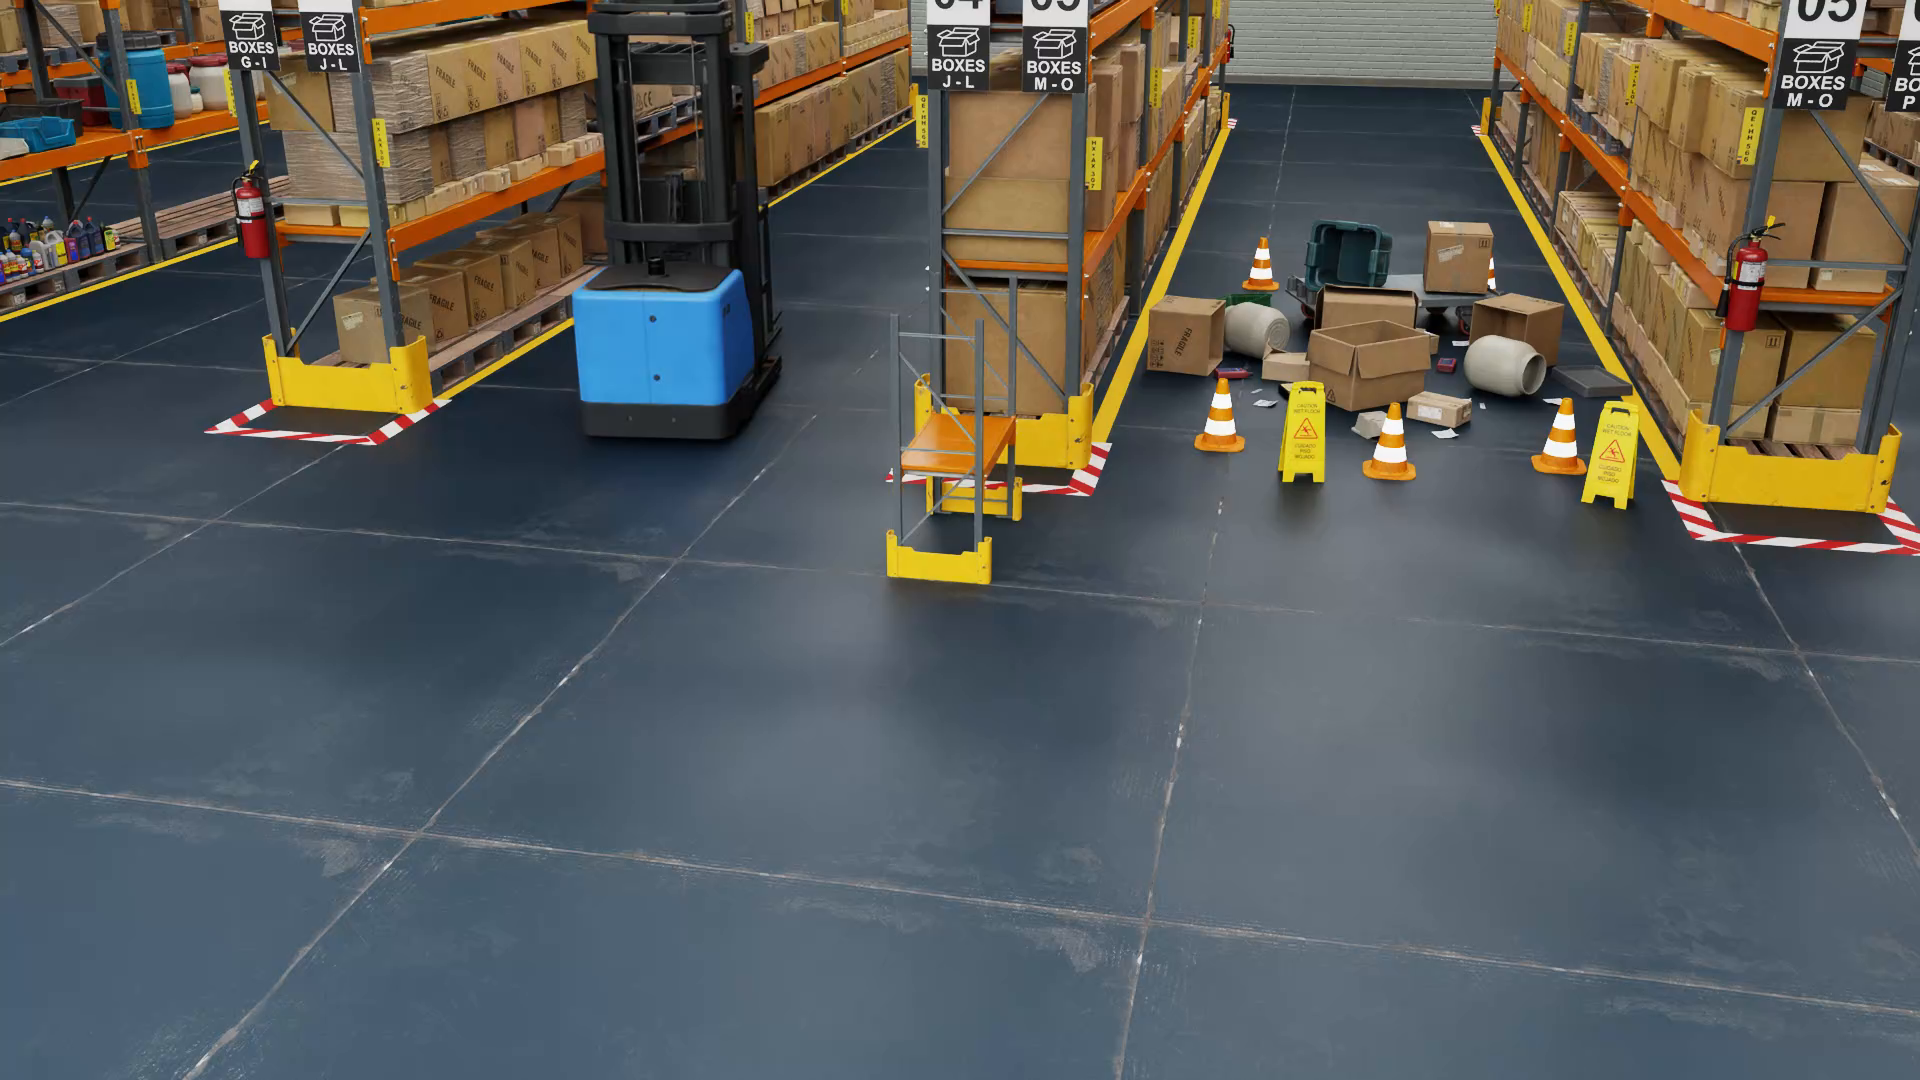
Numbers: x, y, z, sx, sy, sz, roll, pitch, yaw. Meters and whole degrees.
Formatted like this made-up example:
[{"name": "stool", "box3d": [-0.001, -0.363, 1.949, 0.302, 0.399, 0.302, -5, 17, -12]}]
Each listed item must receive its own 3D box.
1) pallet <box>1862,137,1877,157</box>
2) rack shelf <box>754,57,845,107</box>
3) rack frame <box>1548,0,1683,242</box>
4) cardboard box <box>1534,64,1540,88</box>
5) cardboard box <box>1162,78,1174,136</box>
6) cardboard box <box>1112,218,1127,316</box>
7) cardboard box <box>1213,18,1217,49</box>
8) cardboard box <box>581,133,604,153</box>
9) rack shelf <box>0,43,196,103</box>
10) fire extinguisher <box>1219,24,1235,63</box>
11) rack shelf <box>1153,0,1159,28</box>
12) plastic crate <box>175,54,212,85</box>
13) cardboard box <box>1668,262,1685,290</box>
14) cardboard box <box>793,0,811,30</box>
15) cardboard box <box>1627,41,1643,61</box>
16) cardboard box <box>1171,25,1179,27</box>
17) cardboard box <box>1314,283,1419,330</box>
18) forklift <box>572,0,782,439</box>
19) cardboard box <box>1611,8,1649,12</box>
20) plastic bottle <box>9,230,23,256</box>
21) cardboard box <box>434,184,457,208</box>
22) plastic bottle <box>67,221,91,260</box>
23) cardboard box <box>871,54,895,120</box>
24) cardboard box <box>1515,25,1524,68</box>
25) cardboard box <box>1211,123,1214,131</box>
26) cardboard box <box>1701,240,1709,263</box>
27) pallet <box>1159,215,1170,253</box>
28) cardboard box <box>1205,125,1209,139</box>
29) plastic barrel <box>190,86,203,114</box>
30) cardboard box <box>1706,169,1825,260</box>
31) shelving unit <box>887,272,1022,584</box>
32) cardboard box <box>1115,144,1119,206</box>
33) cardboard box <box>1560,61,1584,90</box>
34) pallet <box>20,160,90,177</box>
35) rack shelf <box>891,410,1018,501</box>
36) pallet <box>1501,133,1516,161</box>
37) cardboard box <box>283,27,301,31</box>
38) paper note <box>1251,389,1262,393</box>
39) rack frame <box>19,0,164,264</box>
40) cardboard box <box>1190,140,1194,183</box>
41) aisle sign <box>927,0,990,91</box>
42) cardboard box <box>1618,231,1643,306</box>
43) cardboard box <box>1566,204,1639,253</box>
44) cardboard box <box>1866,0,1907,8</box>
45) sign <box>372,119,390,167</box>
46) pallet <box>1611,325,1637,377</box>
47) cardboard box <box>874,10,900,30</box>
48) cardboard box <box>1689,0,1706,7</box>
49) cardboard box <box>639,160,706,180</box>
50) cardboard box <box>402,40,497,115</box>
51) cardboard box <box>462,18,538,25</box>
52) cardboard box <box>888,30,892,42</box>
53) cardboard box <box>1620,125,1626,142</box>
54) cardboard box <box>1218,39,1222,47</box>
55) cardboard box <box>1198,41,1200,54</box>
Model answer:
[{"name": "pallet", "box3d": [13.112, -5.491, 23.207, 1.003, 0.211, 1.213, 4, 22, 11]}, {"name": "rack shelf", "box3d": [-2.496, -5.709, 20.977, 1.077, 0.370, 4.000, 4, 22, 11]}, {"name": "rack frame", "box3d": [6.797, -4.556, 17.150, 1.000, 3.000, 0.127, 4, 22, 11]}, {"name": "cardboard box", "box3d": [7.041, -5.433, 19.529, 0.500, 0.250, 0.500, 4, 22, 10]}, {"name": "cardboard box", "box3d": [1.796, -4.204, 16.144, 0.500, 0.500, 0.500, 5, 22, 12]}, {"name": "cardboard box", "box3d": [0.917, -2.418, 14.124, 0.875, 0.875, 0.875, 5, 22, 12]}, {"name": "cardboard box", "box3d": [3.188, -6.887, 22.406, 0.500, 0.500, 0.500, 4, 22, 11]}, {"name": "cardboard box", "box3d": [-3.477, -3.631, 15.190, 0.380, 0.149, 0.250, 4, 22, 11]}, {"name": "rack shelf", "box3d": [-12.194, -6.466, 22.855, 1.077, 0.370, 4.000, 4, 22, 11]}, {"name": "fire extinguisher", "box3d": [4.066, -7.670, 25.486, 0.296, 0.674, 0.183, 4, 22, 11]}, {"name": "rack shelf", "box3d": [1.522, -5.222, 15.753, 1.077, 0.370, 4.000, 4, 22, 11]}, {"name": "plastic crate", "box3d": [-8.383, -5.151, 18.542, 0.402, 0.464, 0.583, 4, 22, 11]}, {"name": "cardboard box", "box3d": [5.192, -1.838, 11.649, 0.380, 0.149, 0.250, 5, 23, 13]}, {"name": "cardboard box", "box3d": [-2.362, -6.801, 21.250, 0.797, 0.503, 0.637, 5, 22, 12]}, {"name": "cardboard box", "box3d": [5.982, -4.212, 14.334, 0.380, 0.149, 0.250, 4, 22, 9]}, {"name": "cardboard box", "box3d": [2.589, -6.075, 19.900, 0.380, 0.149, 0.250, 3, 22, 9]}, {"name": "cardboard box", "box3d": [3.227, -1.713, 13.252, 0.797, 0.637, 0.503, 4, 22, 11]}, {"name": "forklift", "box3d": [-1.984, -2.557, 12.280, 1.130, 2.935, 3.031, 2, 22, 4]}, {"name": "cardboard box", "box3d": [7.229, -5.410, 17.799, 0.500, 0.500, 0.500, 5, 22, 11]}, {"name": "plastic bottle", "box3d": [-9.052, -2.839, 15.950, 0.097, 0.271, 0.097, 0, 22, 0]}, {"name": "cardboard box", "box3d": [-4.079, -2.628, 12.701, 0.380, 0.149, 0.250, 4, 22, 11]}, {"name": "plastic bottle", "box3d": [-8.458, -2.874, 15.930, 0.144, 0.351, 0.185, 3, 22, 8]}, {"name": "cardboard box", "box3d": [-1.510, -6.873, 25.187, 0.875, 0.875, 0.875, 4, 22, 11]}, {"name": "cardboard box", "box3d": [7.557, -6.443, 21.702, 0.500, 0.500, 0.500, 4, 22, 10]}, {"name": "cardboard box", "box3d": [3.464, -6.006, 24.006, 0.380, 0.149, 0.250, 5, 22, 12]}, {"name": "cardboard box", "box3d": [5.048, -1.860, 10.793, 0.380, 0.149, 0.250, 4, 22, 10]}, {"name": "pallet", "box3d": [1.696, -3.320, 17.815, 1.003, 0.211, 1.213, 4, 22, 11]}, {"name": "cardboard box", "box3d": [3.134, -5.478, 22.295, 0.380, 0.149, 0.250, 5, 23, 13]}, {"name": "plastic barrel", "box3d": [-8.149, -4.634, 17.530, 0.301, 0.262, 0.301, 0, 22, 0]}, {"name": "cardboard box", "box3d": [5.006, -2.034, 10.356, 0.500, 0.500, 0.500, 4, 22, 10]}, {"name": "shelving unit", "box3d": [-0.016, -0.668, 9.504, 0.587, 1.500, 1.083, 4, 22, 11]}, {"name": "cardboard box", "box3d": [0.725, -2.774, 12.526, 0.875, 0.550, 0.500, 4, 22, 11]}, {"name": "cardboard box", "box3d": [6.647, -4.915, 17.573, 0.500, 0.250, 0.500, 4, 22, 11]}, {"name": "pallet", "box3d": [-12.412, -5.044, 22.096, 1.003, 0.211, 1.213, 4, 22, 11]}, {"name": "rack shelf", "box3d": [-0.017, -0.498, 9.563, 0.538, 0.185, 1.000, 4, 22, 11]}, {"name": "pallet", "box3d": [8.092, -5.445, 23.091, 1.003, 0.211, 1.213, 4, 22, 11]}, {"name": "cardboard box", "box3d": [-11.004, -8.483, 26.768, 0.500, 0.500, 0.500, 5, 22, 11]}, {"name": "paper note", "box3d": [2.260, -1.133, 12.655, 0.032, 0.001, 0.123, 18, 28, 38]}, {"name": "rack frame", "box3d": [-8.569, -4.226, 16.331, 1.000, 3.000, 0.127, 4, 22, 11]}, {"name": "cardboard box", "box3d": [2.524, -4.543, 19.902, 0.500, 0.500, 0.500, 4, 22, 10]}, {"name": "aisle sign", "box3d": [-0.010, -3.173, 10.238, 0.394, 0.787, 0.004, 4, 22, 11]}, {"name": "cardboard box", "box3d": [5.596, -2.165, 13.328, 0.500, 0.500, 0.500, 6, 23, 13]}, {"name": "cardboard box", "box3d": [6.529, -3.055, 16.380, 0.950, 0.372, 0.625, 4, 22, 10]}, {"name": "cardboard box", "box3d": [5.528, -3.253, 9.704, 0.500, 0.250, 0.500, 4, 22, 10]}, {"name": "sign", "box3d": [-4.006, -2.746, 11.497, 0.100, 0.325, 0.005, 4, 22, 11]}, {"name": "pallet", "box3d": [5.878, -1.551, 13.422, 1.003, 0.211, 1.213, 4, 22, 11]}, {"name": "cardboard box", "box3d": [-1.215, -7.922, 25.312, 0.500, 0.250, 0.500, 4, 22, 10]}, {"name": "cardboard box", "box3d": [5.328, -3.808, 11.614, 0.380, 0.149, 0.250, 4, 22, 10]}, {"name": "cardboard box", "box3d": [-3.122, -3.905, 18.293, 0.700, 0.500, 0.500, 3, 22, 6]}, {"name": "cardboard box", "box3d": [-3.948, -3.579, 12.855, 0.500, 0.500, 0.500, 4, 22, 11]}, {"name": "cardboard box", "box3d": [-4.061, -4.351, 14.772, 0.500, 0.500, 0.500, 4, 22, 11]}, {"name": "cardboard box", "box3d": [-1.229, -7.592, 25.024, 0.380, 0.149, 0.250, 4, 22, 10]}, {"name": "cardboard box", "box3d": [5.887, -3.476, 14.242, 0.380, 0.149, 0.250, 4, 22, 9]}, {"name": "cardboard box", "box3d": [3.620, -7.289, 24.272, 0.380, 0.149, 0.250, 5, 22, 12]}, {"name": "cardboard box", "box3d": [2.859, -6.277, 21.198, 0.380, 0.149, 0.250, 4, 22, 10]}]
